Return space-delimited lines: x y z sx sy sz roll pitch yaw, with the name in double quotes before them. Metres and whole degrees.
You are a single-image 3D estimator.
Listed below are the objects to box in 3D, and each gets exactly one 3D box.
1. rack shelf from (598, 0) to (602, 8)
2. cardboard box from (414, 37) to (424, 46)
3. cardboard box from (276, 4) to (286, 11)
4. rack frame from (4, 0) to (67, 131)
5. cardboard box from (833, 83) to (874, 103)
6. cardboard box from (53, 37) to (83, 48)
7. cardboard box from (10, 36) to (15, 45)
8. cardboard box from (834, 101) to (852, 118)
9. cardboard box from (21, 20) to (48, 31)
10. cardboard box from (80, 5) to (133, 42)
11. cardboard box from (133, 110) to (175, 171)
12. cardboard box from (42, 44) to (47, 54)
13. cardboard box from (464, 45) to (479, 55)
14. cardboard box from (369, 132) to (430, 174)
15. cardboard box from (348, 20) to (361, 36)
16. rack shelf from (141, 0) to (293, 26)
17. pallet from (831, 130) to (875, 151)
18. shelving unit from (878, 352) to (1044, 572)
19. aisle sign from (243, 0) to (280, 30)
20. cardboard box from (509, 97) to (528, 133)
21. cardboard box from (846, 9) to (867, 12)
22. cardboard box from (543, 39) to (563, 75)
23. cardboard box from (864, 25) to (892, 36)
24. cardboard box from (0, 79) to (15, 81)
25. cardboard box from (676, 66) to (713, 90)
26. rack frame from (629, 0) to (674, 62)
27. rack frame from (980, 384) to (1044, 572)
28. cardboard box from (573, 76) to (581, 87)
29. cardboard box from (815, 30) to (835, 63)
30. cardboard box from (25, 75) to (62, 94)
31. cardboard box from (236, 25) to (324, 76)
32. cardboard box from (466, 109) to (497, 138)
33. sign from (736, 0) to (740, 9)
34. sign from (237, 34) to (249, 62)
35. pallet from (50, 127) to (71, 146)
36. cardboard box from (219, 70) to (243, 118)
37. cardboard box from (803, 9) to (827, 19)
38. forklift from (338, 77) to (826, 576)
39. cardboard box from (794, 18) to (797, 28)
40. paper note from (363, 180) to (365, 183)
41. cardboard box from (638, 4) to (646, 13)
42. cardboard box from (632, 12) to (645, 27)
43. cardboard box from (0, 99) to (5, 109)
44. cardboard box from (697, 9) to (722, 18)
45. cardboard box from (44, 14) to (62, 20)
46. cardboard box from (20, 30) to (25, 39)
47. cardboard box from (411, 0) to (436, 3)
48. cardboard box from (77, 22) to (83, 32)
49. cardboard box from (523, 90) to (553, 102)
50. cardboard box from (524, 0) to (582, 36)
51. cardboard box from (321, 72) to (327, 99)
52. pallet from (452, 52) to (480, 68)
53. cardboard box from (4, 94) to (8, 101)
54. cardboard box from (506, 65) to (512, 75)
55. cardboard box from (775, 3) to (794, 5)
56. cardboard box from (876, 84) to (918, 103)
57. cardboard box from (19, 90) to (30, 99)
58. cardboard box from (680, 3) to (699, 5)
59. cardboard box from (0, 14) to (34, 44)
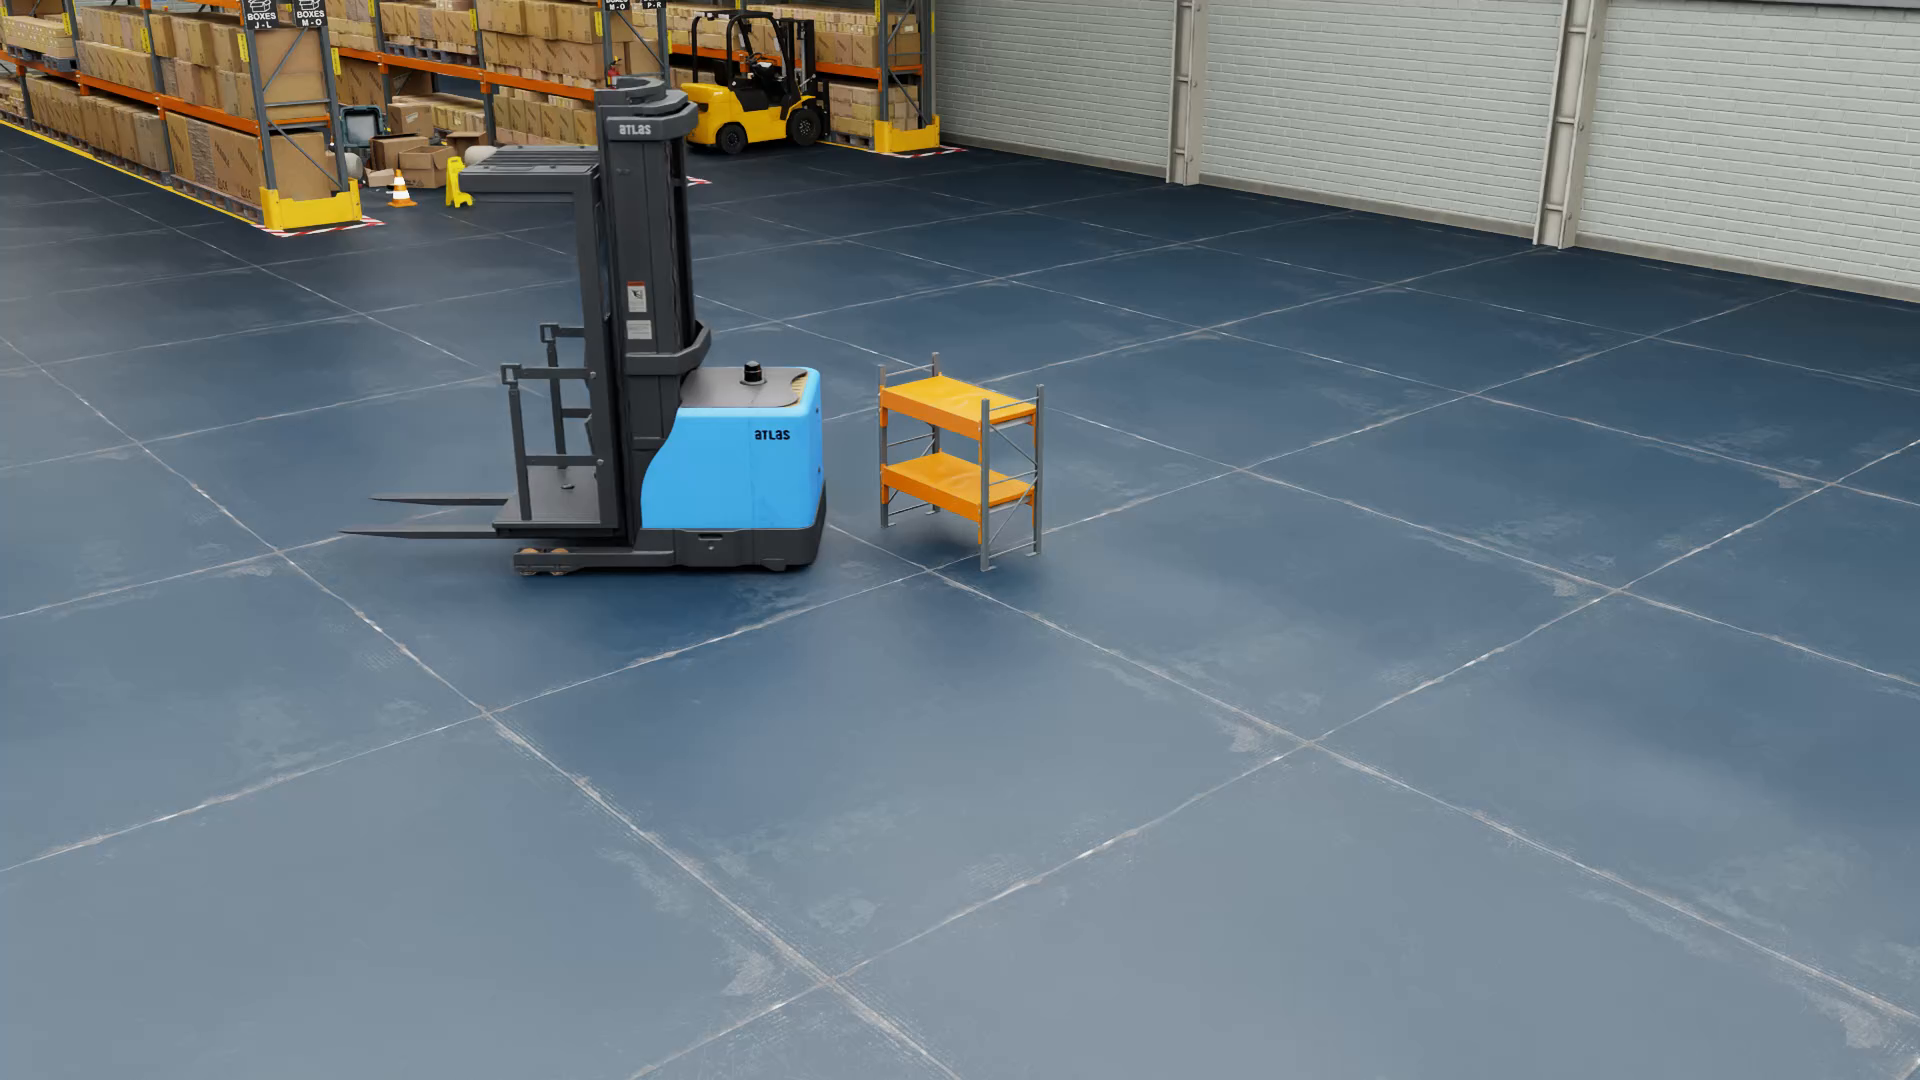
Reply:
"rack shelf" -5.948 -8.306 24.950 1.077 0.370 4.000 -17 27 -37
"cardboard box" -9.111 -8.545 28.455 0.380 0.149 0.250 -16 26 -34
"cardboard box" -12.993 -10.584 32.385 0.500 0.500 0.500 -18 28 -38
"rack frame" -16.160 -8.801 29.340 1.000 3.000 0.127 -17 27 -37
"cardboard box" -1.760 -7.448 27.709 0.500 0.250 0.500 -17 27 -36
"cardboard box" -14.216 -7.941 26.505 0.380 0.149 0.250 -17 27 -36
"cardboard box" -16.066 -8.586 28.560 0.380 0.149 0.250 -17 27 -37
"cardboard box" -1.759 -7.223 27.822 0.500 0.250 0.500 -18 28 -38
"cardboard box" -15.407 -8.581 27.732 0.380 0.149 0.250 -16 27 -36
"cardboard box" -13.263 -8.081 25.995 0.700 0.500 0.500 -18 27 -38
"cardboard box" -11.411 -5.888 24.414 1.050 0.750 0.750 -18 27 -38
"cardboard box" -14.708 -8.011 27.092 0.380 0.149 0.250 -18 28 -38
"cardboard box" -7.799 -7.952 26.941 0.380 0.149 0.250 -17 27 -37
"cardboard box" -8.324 -5.731 24.741 0.797 0.637 0.503 -17 27 -37
"cardboard box" -10.711 -9.279 30.081 0.500 0.250 0.500 -18 28 -39
"rack shelf" -9.632 -7.099 21.870 1.077 0.370 4.000 -17 27 -37
"pallet" -1.416 -6.777 27.997 1.003 0.211 1.213 -17 27 -37
"shelving unit" -0.004 -0.526 10.784 0.538 1.125 1.048 -17 27 -37
"aisle sign" -8.508 -6.605 20.169 0.394 0.787 0.004 -17 27 -37
"cardboard box" -6.715 -6.689 26.114 0.500 0.500 0.500 -16 27 -35
"cardboard box" -1.709 -8.890 28.133 0.380 0.149 0.250 -18 28 -39
"cardboard box" -5.853 -7.239 24.809 0.500 0.500 0.500 -18 27 -38
"cardboard box" -1.324 -8.252 26.913 0.380 0.149 0.250 -17 27 -37
"cardboard box" -17.949 -8.550 31.218 0.380 0.149 0.250 -16 27 -35
"cardboard box" -4.838 -8.634 31.595 0.875 0.625 0.625 -19 28 -40
"rack frame" -6.107 -10.084 32.618 1.000 3.000 0.127 -17 27 -37
"rack frame" 0.327 -0.385 10.425 0.500 1.125 0.032 -17 27 -37
"cardboard box" -5.450 -6.746 24.440 0.380 0.149 0.250 -18 28 -38
"cardboard box" -2.072 -8.281 27.877 0.500 0.500 0.500 -18 28 -38
"cardboard box" -15.878 -7.914 28.901 0.500 0.250 0.500 -19 28 -40
"cardboard box" -8.540 -6.170 20.936 0.875 0.550 0.550 -17 27 -37
"cardboard box" -7.598 -6.913 27.548 0.950 0.372 0.625 -17 27 -37
"sign" -3.901 -9.350 29.263 0.100 0.325 0.005 -17 27 -37
"sign" -8.747 -6.009 20.301 0.100 0.325 0.005 -17 27 -37
"pallet" -14.850 -6.950 28.439 1.003 0.211 1.213 -17 27 -37
"cardboard box" -8.979 -5.793 21.457 0.875 0.550 0.550 -17 27 -37
"cardboard box" -2.436 -8.906 28.175 0.380 0.149 0.250 -17 27 -37
"forklift" -2.421 -1.335 10.372 3.031 2.935 1.130 0 21 0
"cardboard box" -2.673 -8.817 28.355 0.380 0.149 0.250 -19 28 -39
"paper note" -8.665 -5.265 24.394 0.172 0.023 0.155 -8 23 -19
"cardboard box" -5.947 -10.201 31.890 0.380 0.149 0.250 -17 27 -36
"cardboard box" -6.021 -10.061 32.078 0.500 0.250 0.500 -17 27 -37
"cardboard box" -17.652 -8.129 30.958 0.380 0.149 0.250 -17 27 -37
"cardboard box" -4.585 -9.645 30.469 0.380 0.149 0.250 -18 28 -39
"cardboard box" -15.750 -9.092 29.036 0.380 0.149 0.250 -16 26 -35
"cardboard box" -15.564 -8.511 27.962 0.380 0.149 0.250 -16 27 -35
"cardboard box" -9.358 -9.223 29.298 0.500 0.500 0.500 -18 28 -39
"cardboard box" -14.389 -8.515 27.564 0.380 0.149 0.250 -16 26 -35
"cardboard box" -6.522 -6.872 25.692 0.380 0.149 0.250 -16 26 -34
"cardboard box" -6.098 -7.860 25.023 0.700 0.500 0.500 -18 27 -38
"cardboard box" -12.011 -9.061 32.342 0.875 0.875 0.875 -16 27 -36
"pallet" -7.643 -7.953 27.439 1.003 0.211 1.213 -17 27 -37
"cardboard box" -17.411 -8.197 30.726 0.380 0.149 0.250 -19 28 -40
"cardboard box" -6.891 -7.393 26.090 0.380 0.149 0.250 -18 27 -38
"cardboard box" -3.059 -9.450 29.564 0.380 0.149 0.250 -17 27 -37
"cardboard box" -1.055 -7.433 27.671 0.500 0.250 0.500 -18 28 -38
"cardboard box" -16.589 -7.982 29.768 0.380 0.149 0.250 -17 27 -36
"cardboard box" -5.150 -10.208 31.908 0.380 0.149 0.250 -18 28 -38
"cardboard box" -16.690 -9.052 29.437 0.500 0.500 0.500 -17 27 -37
